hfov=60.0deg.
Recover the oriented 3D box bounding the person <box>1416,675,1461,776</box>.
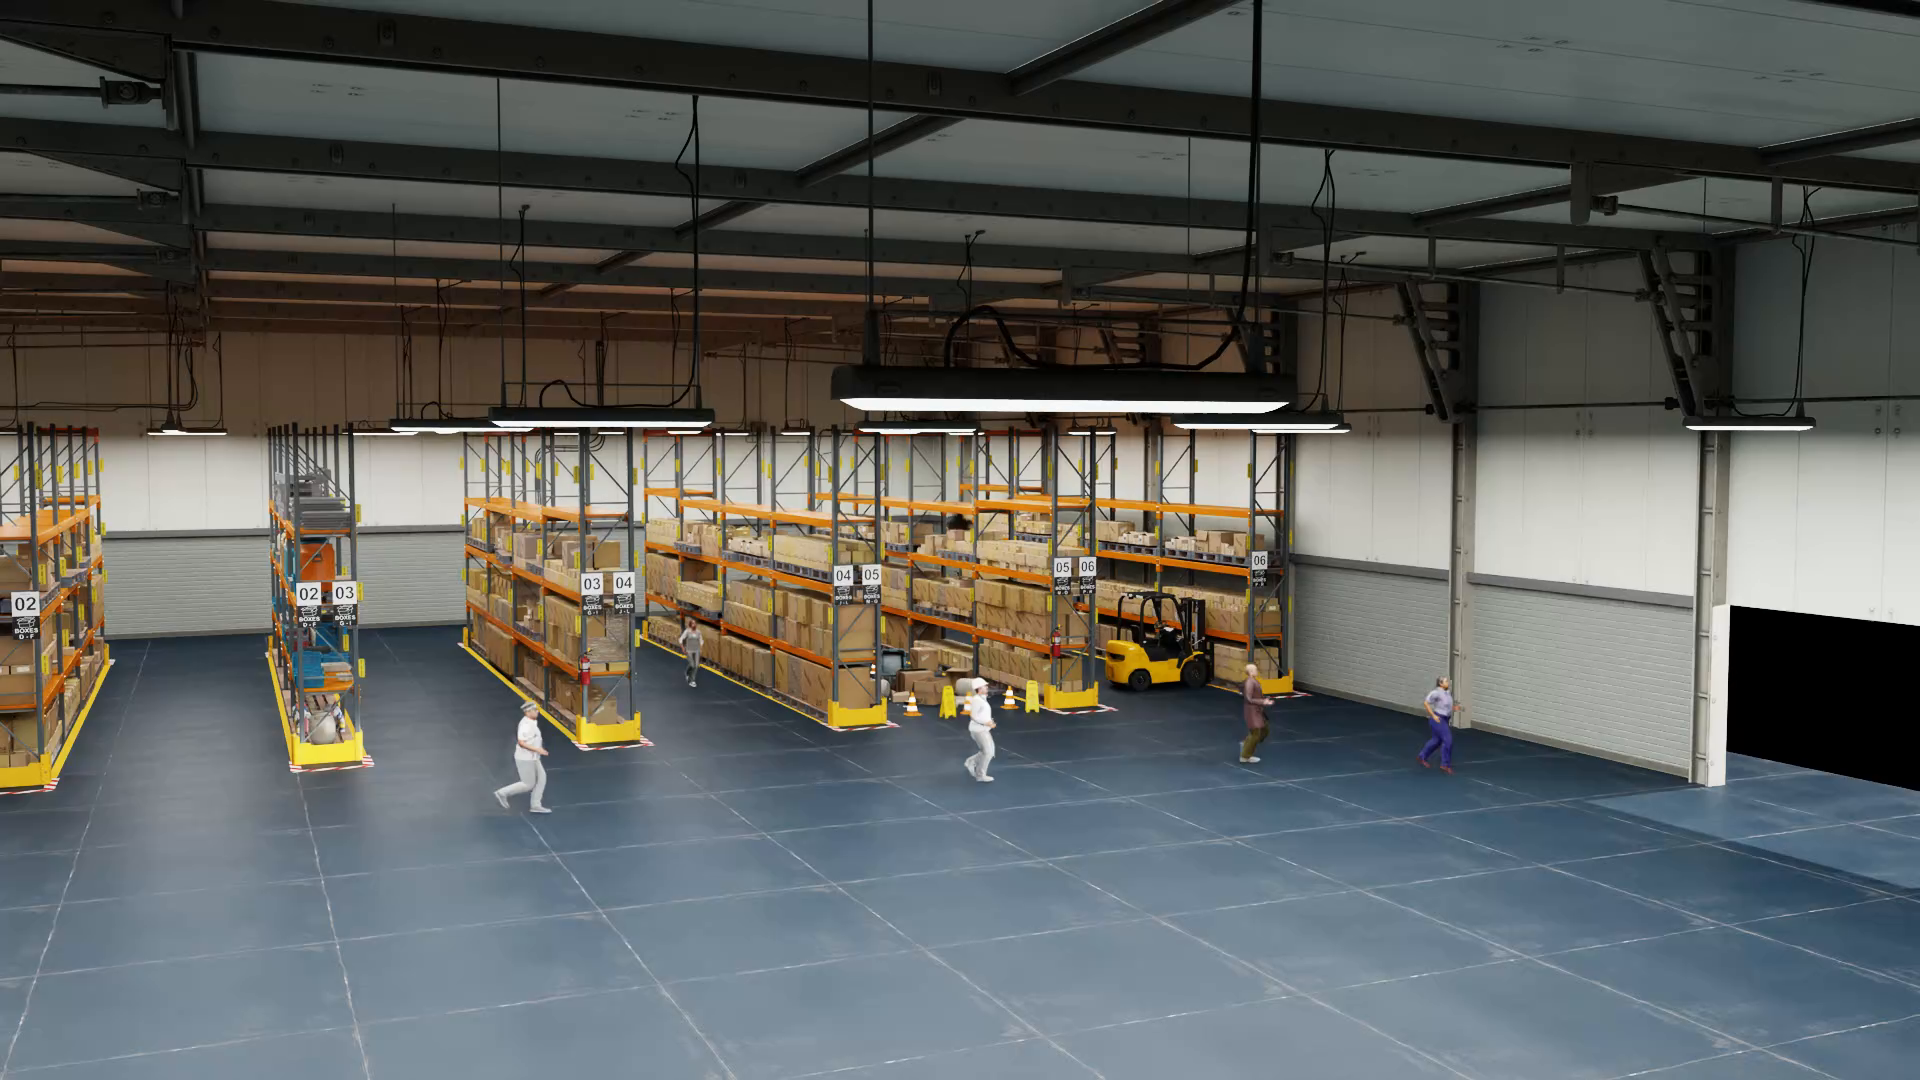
[{"bbox_3d":[8.202,3.172,28.537,0.756,1.677,0.596,2,4,33],"label":"person"}]

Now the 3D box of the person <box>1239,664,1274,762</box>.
[{"bbox_3d":[5.237,3.051,29.307,0.634,1.733,0.698,1,4,17],"label":"person"}]

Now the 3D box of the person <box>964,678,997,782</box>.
[{"bbox_3d":[0.348,3.163,27.738,0.587,1.731,0.680,1,4,9],"label":"person"}]

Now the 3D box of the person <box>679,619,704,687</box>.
[{"bbox_3d":[-6.183,2.603,38.415,0.559,1.564,0.457,-2,4,-26],"label":"person"}]

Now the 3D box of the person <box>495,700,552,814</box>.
[{"bbox_3d":[-6.645,3.308,25.308,0.829,1.750,0.653,0,4,-6],"label":"person"}]
